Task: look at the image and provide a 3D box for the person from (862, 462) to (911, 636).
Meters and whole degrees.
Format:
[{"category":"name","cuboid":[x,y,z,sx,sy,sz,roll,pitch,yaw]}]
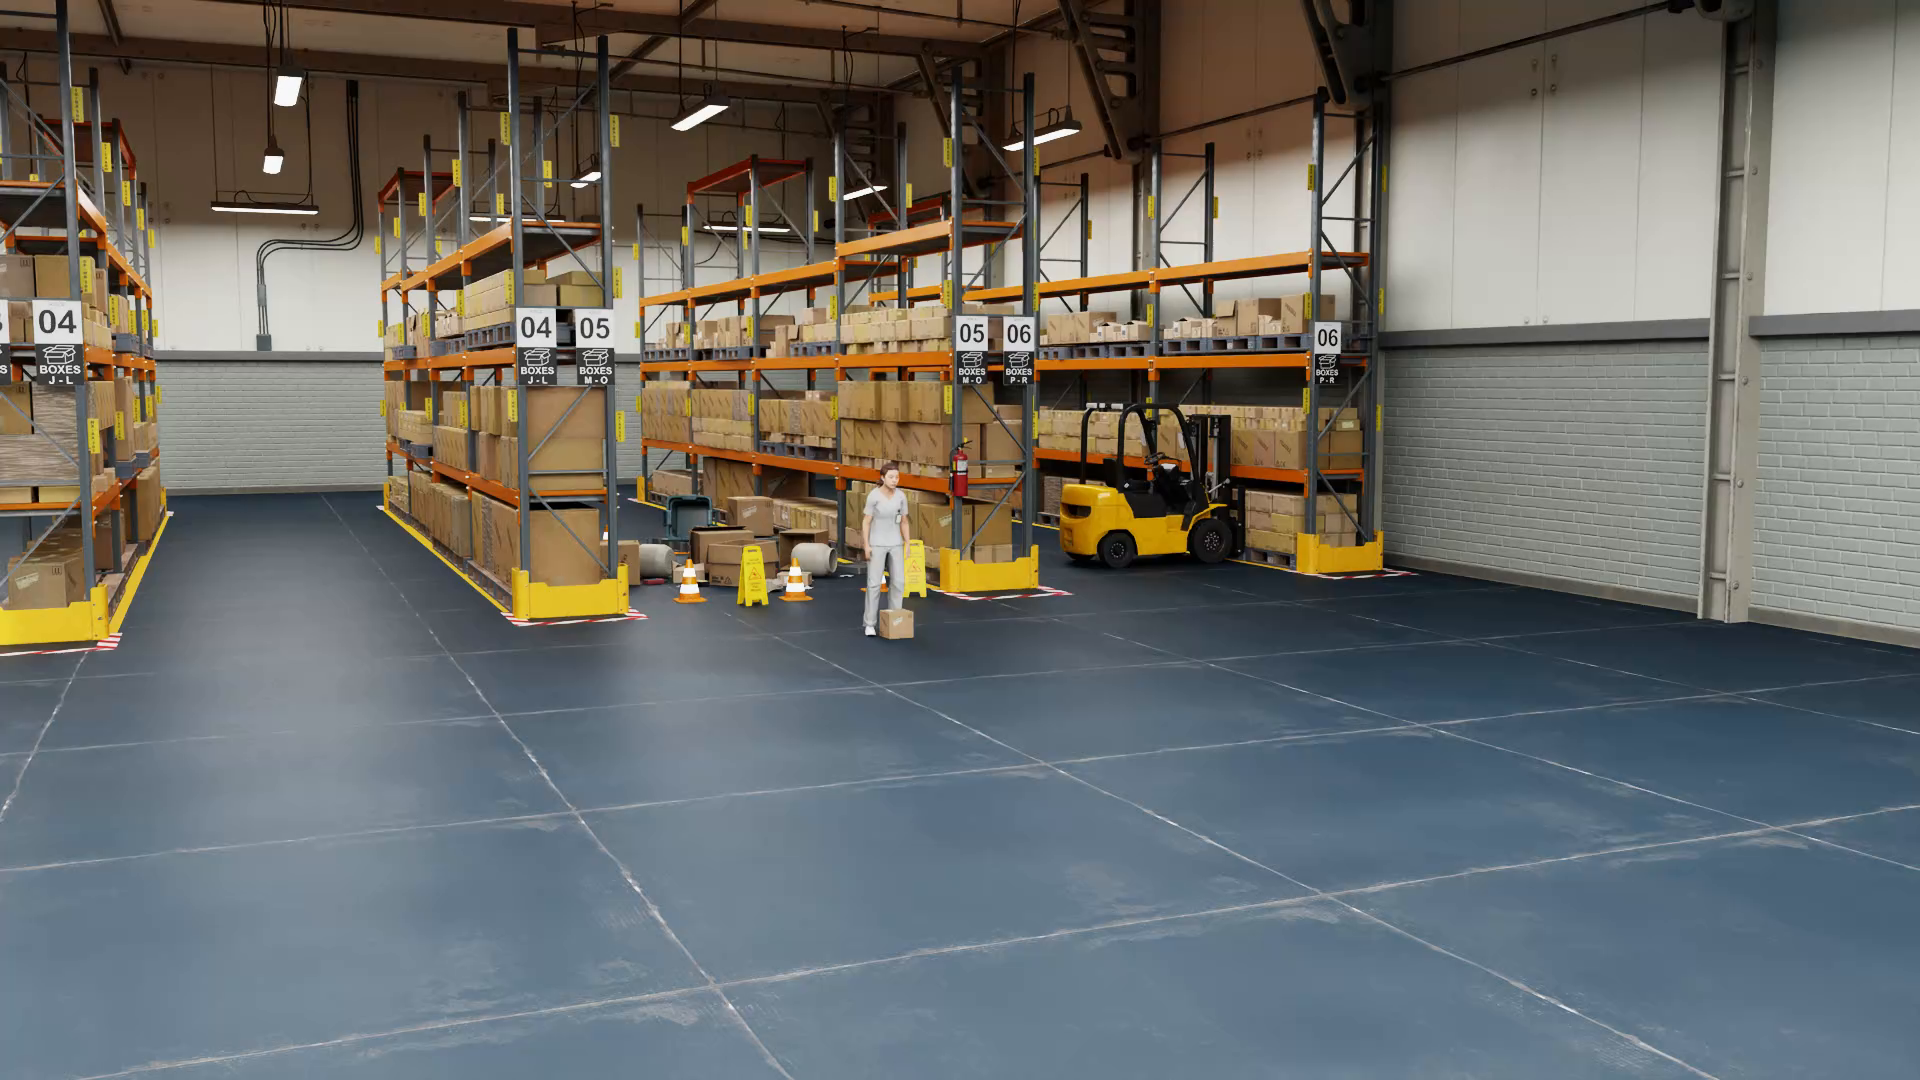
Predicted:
[{"category":"person","cuboid":[-0.717,0.077,16.159,0.505,1.673,0.353,-3,6,-25]}]
